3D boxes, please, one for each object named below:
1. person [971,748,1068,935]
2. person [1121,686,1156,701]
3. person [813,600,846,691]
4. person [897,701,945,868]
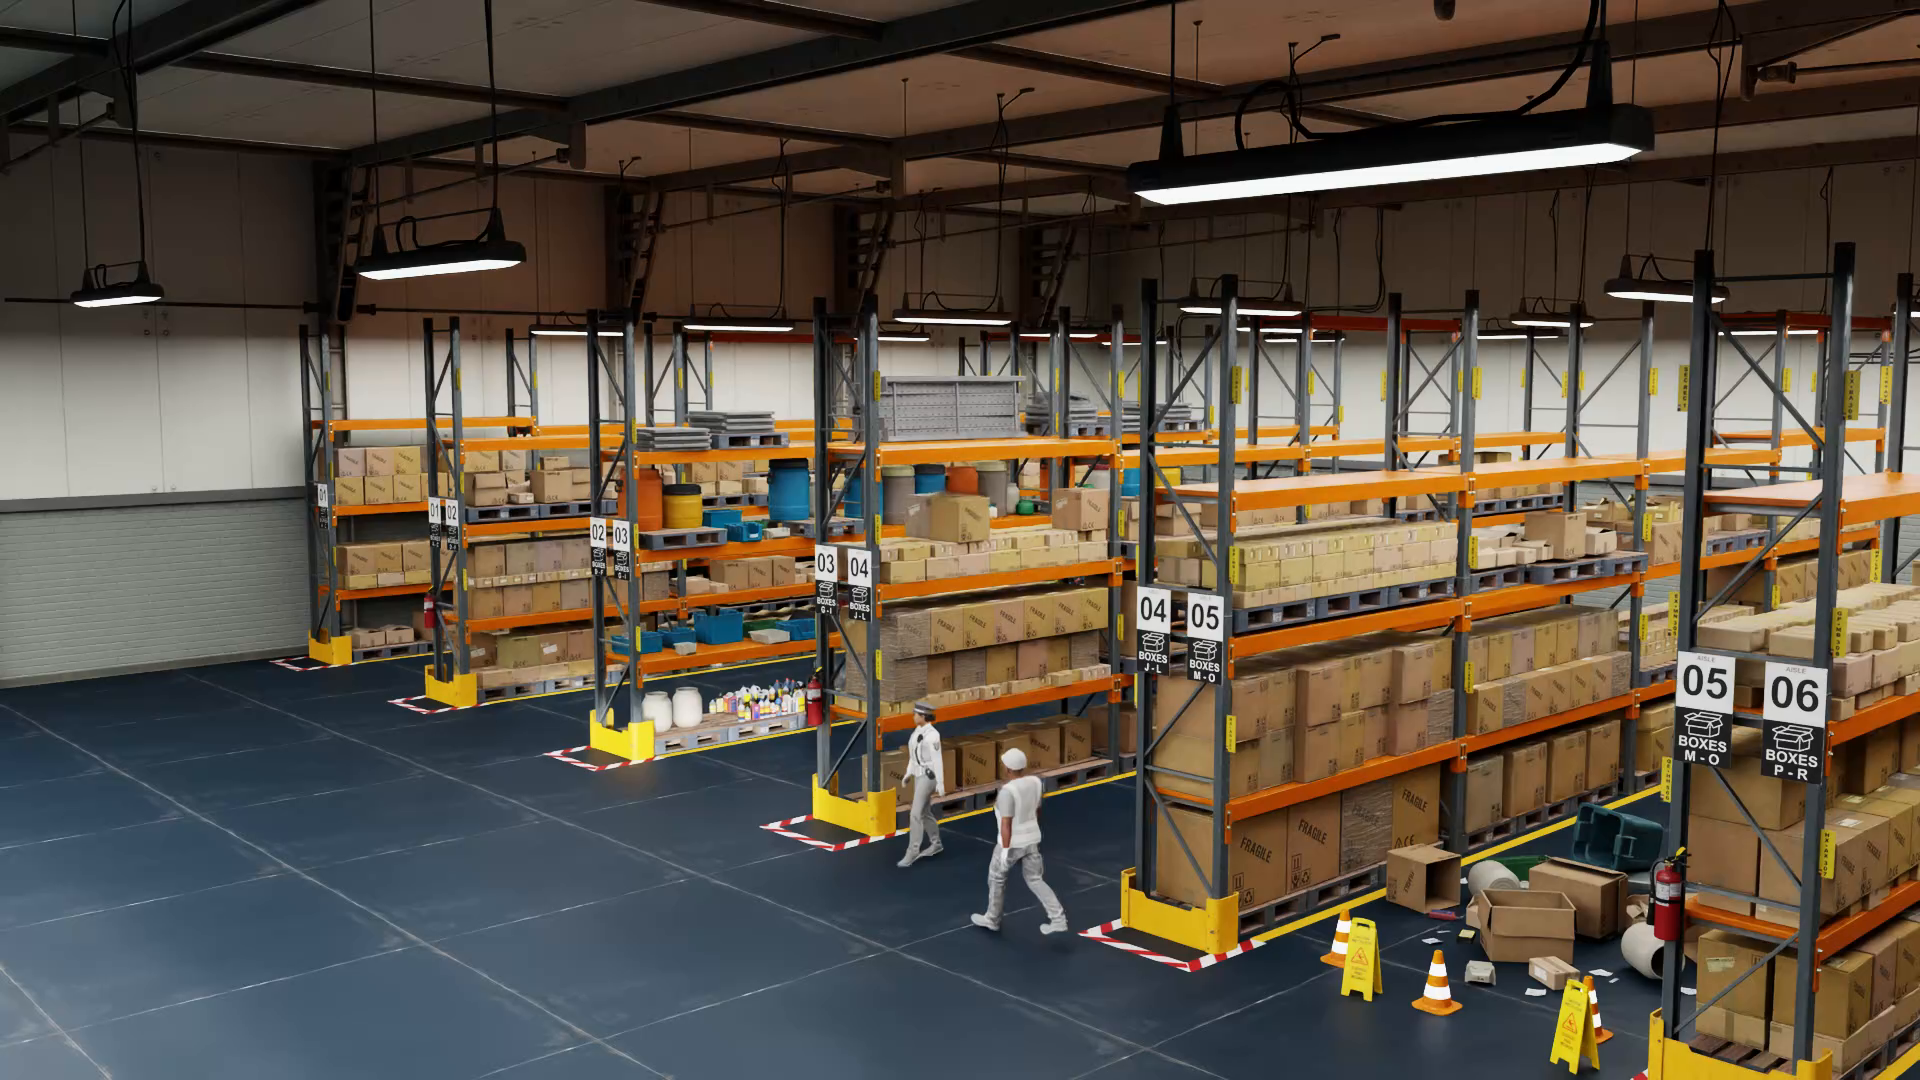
[{"bbox_3d":[0.559,2.764,15.212,1.044,1.744,0.605,5,8,43],"label":"person"},{"bbox_3d":[2.588,1.872,24.638,0.523,1.587,1.034,6,8,44],"label":"person"},{"bbox_3d":[-2.107,1.676,26.806,0.703,1.582,0.522,-3,7,-30],"label":"person"},{"bbox_3d":[-0.449,2.558,17.671,0.616,1.690,0.589,-2,6,-19],"label":"person"}]
